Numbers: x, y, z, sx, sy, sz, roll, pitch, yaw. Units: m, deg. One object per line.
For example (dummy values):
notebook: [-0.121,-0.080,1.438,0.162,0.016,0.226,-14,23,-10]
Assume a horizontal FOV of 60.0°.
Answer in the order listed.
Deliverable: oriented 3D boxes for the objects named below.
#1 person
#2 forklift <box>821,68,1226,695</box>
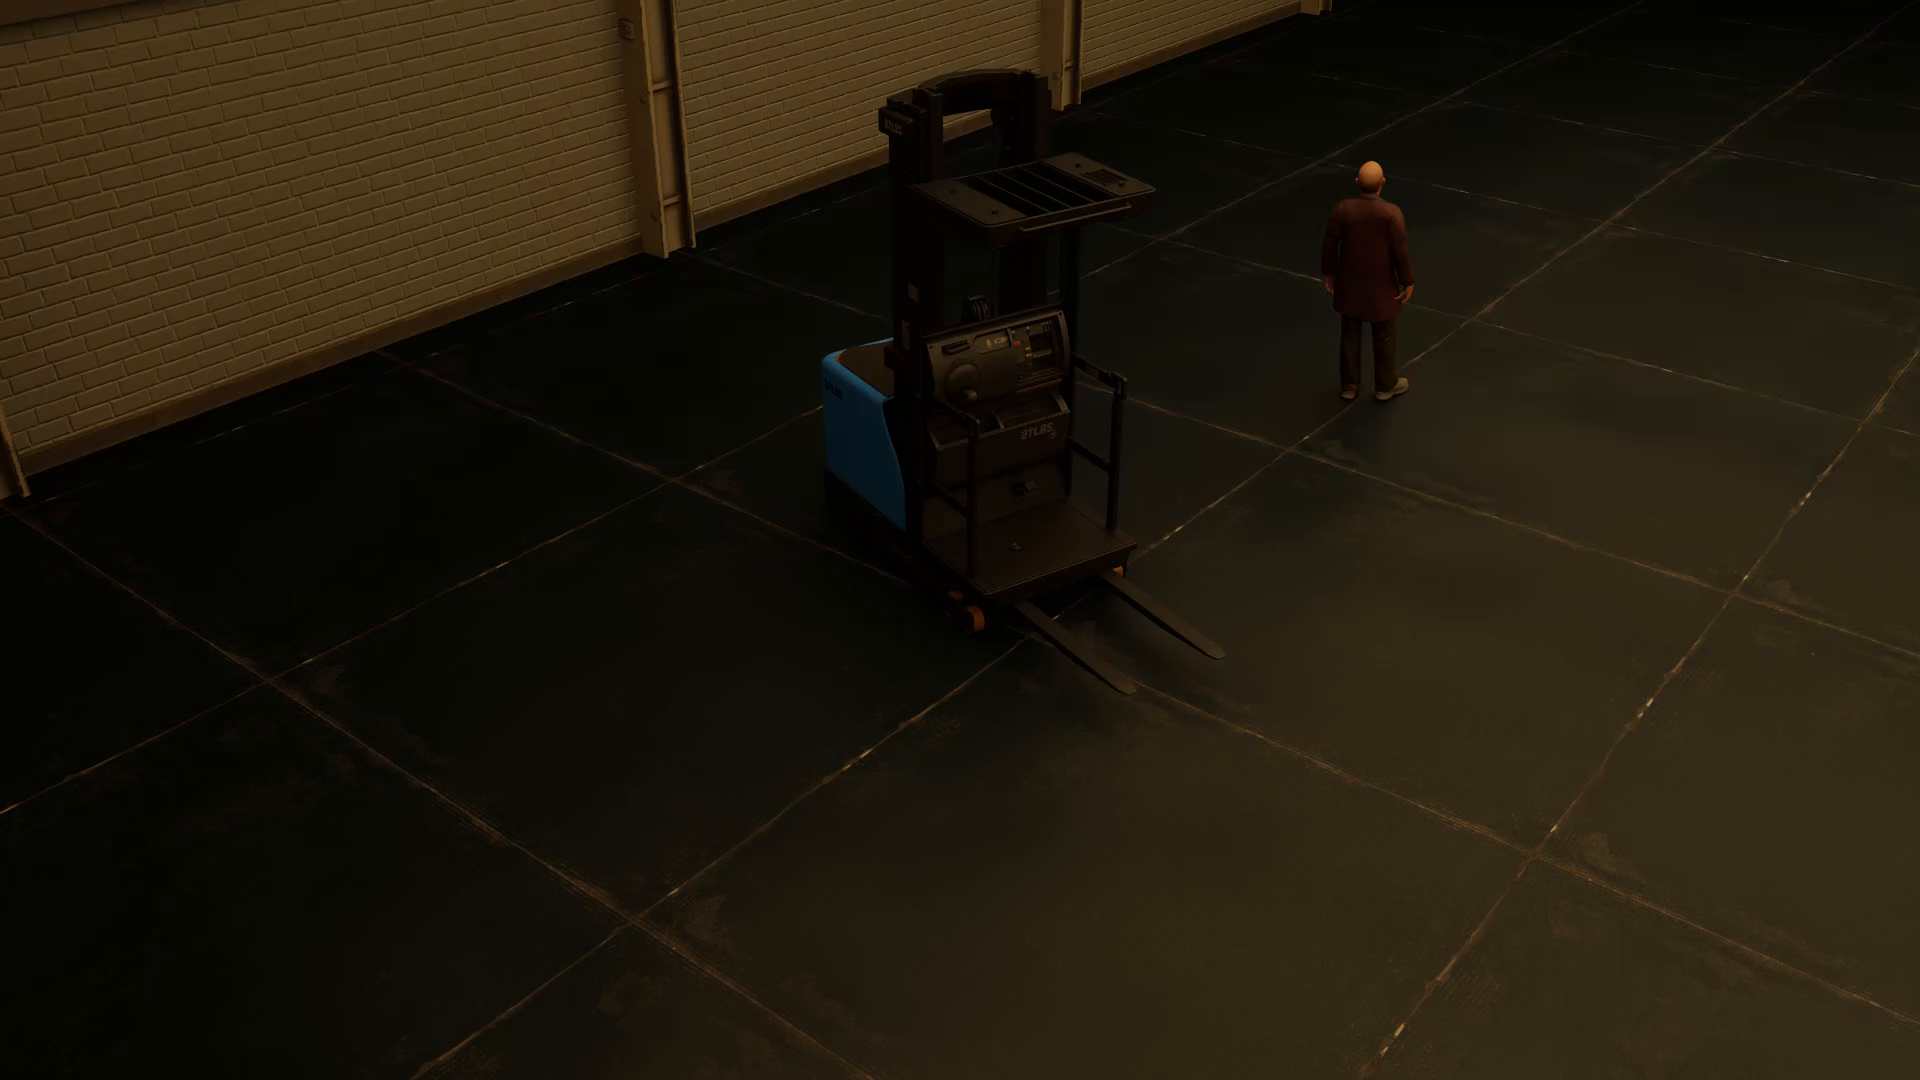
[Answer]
person: [2.946,-1.877,11.936,0.695,1.776,0.582,18,35,28]
forklift: [0.340,-0.998,9.303,1.130,2.935,3.031,-18,35,-28]
